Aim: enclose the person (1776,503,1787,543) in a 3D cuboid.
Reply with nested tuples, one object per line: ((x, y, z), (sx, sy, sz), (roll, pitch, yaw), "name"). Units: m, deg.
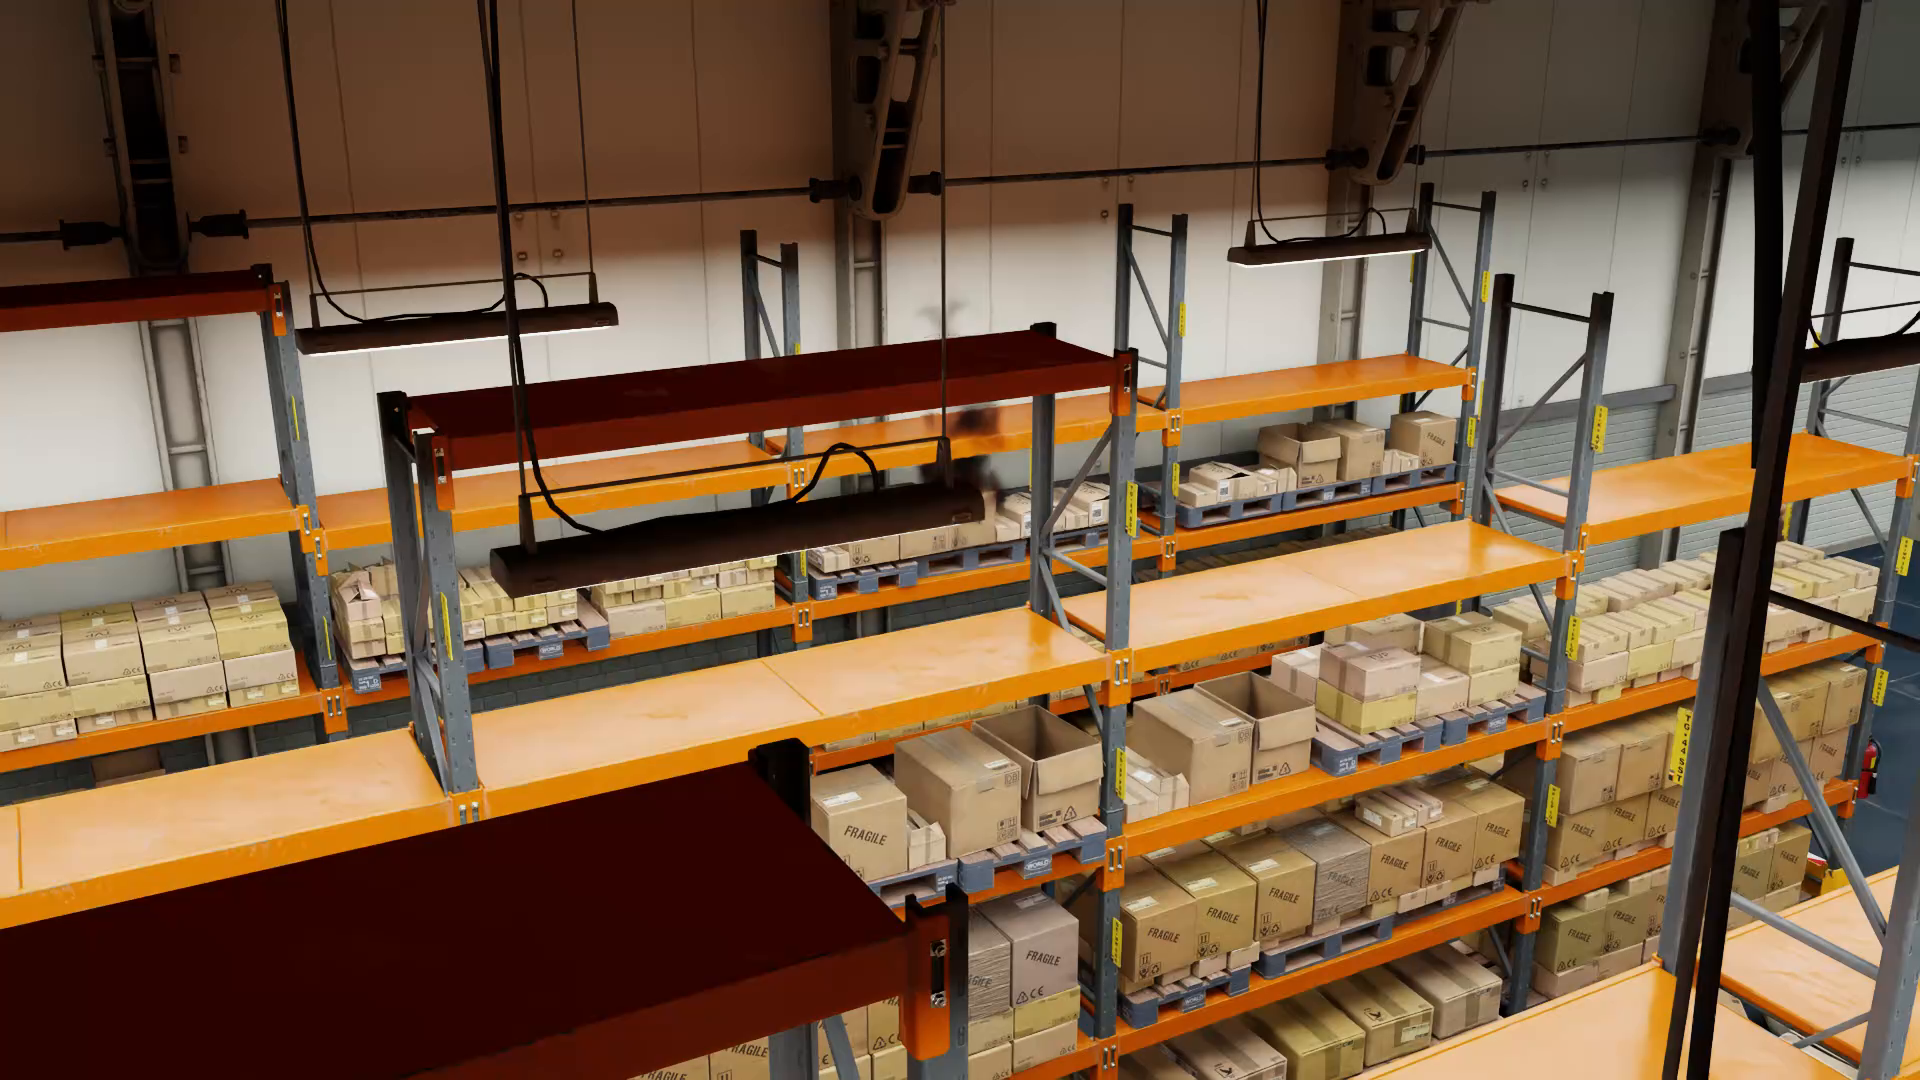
((10.469, 0.356, 21.789), (0.812, 1.718, 0.704), (-11, 21, -31), "person")
